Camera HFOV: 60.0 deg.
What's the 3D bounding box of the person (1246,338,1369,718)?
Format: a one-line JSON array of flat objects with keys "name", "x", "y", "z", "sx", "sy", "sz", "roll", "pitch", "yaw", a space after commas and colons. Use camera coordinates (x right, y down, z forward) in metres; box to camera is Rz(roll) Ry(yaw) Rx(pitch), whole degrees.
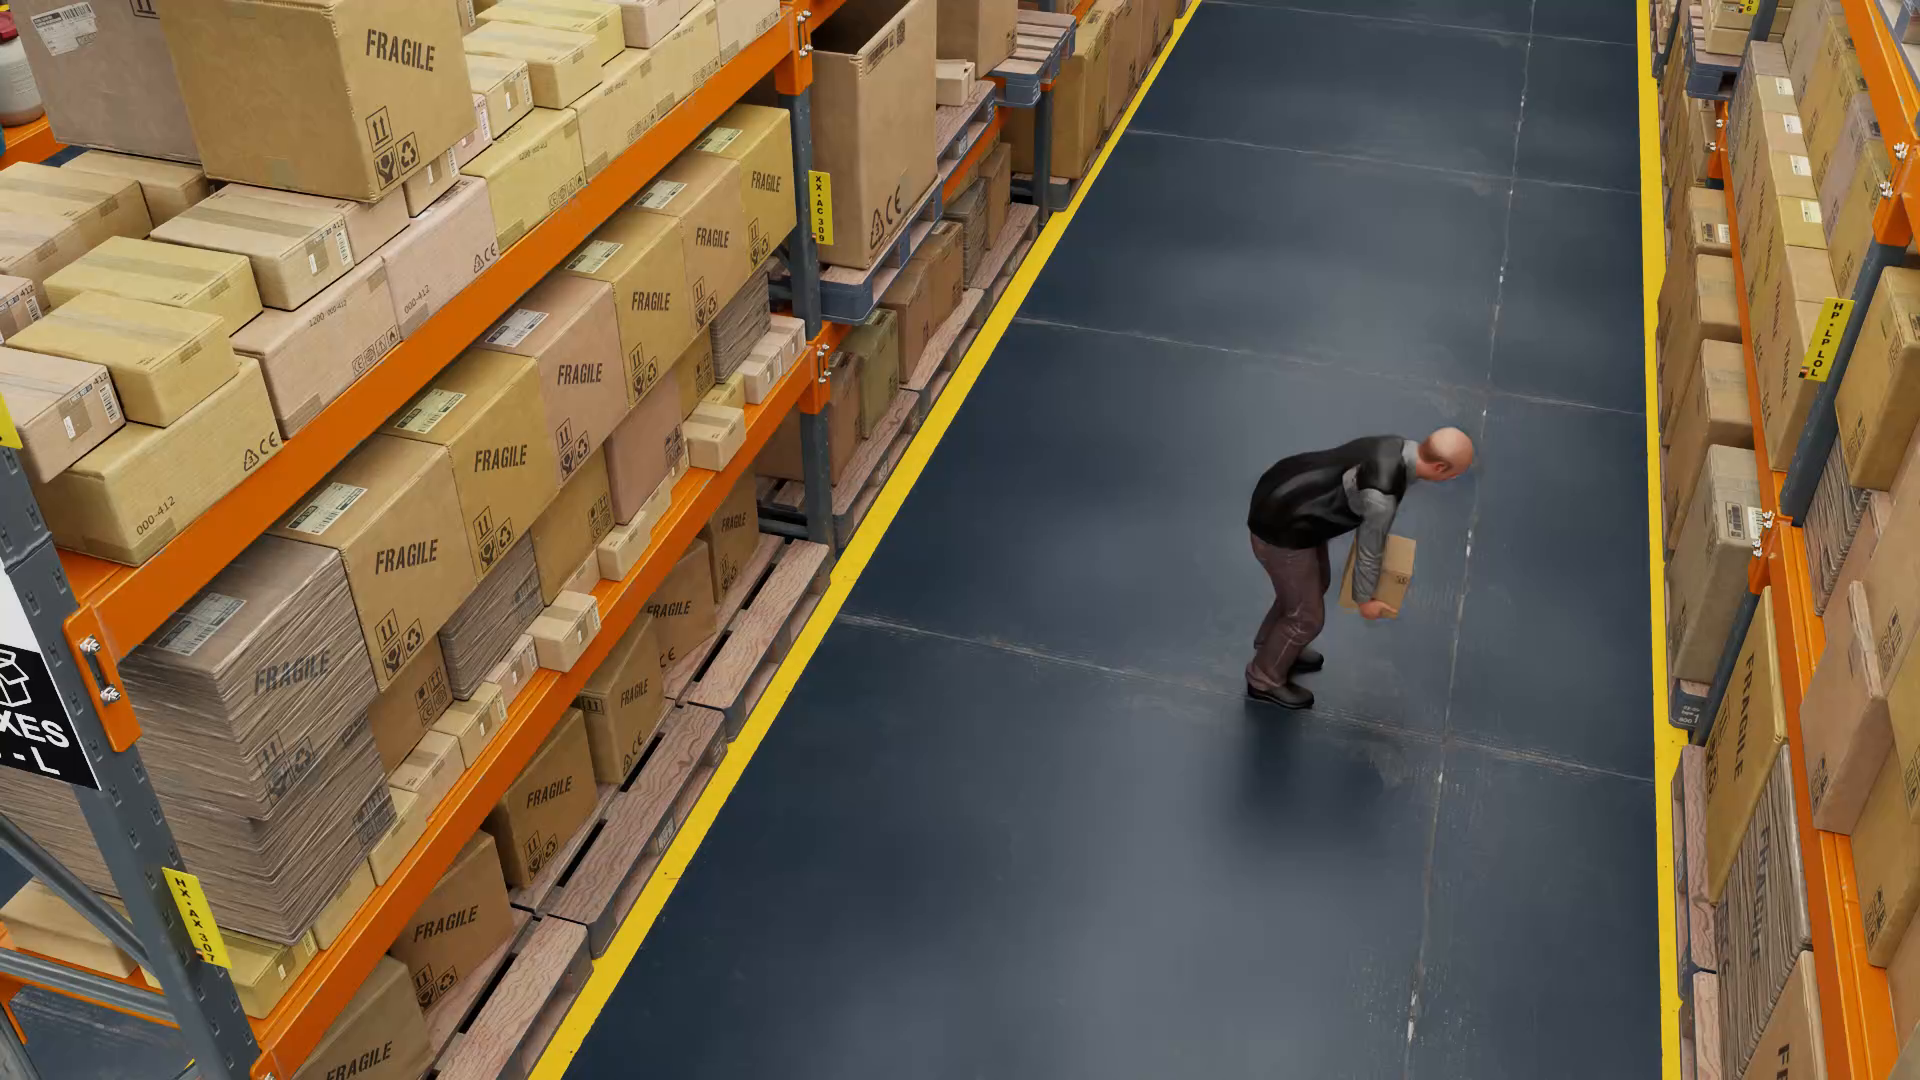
[{"name": "person", "x": 1.422, "y": -0.087, "z": 7.029, "sx": 0.425, "sy": 1.720, "sz": 0.592, "roll": 8, "pitch": 38, "yaw": 11}]
